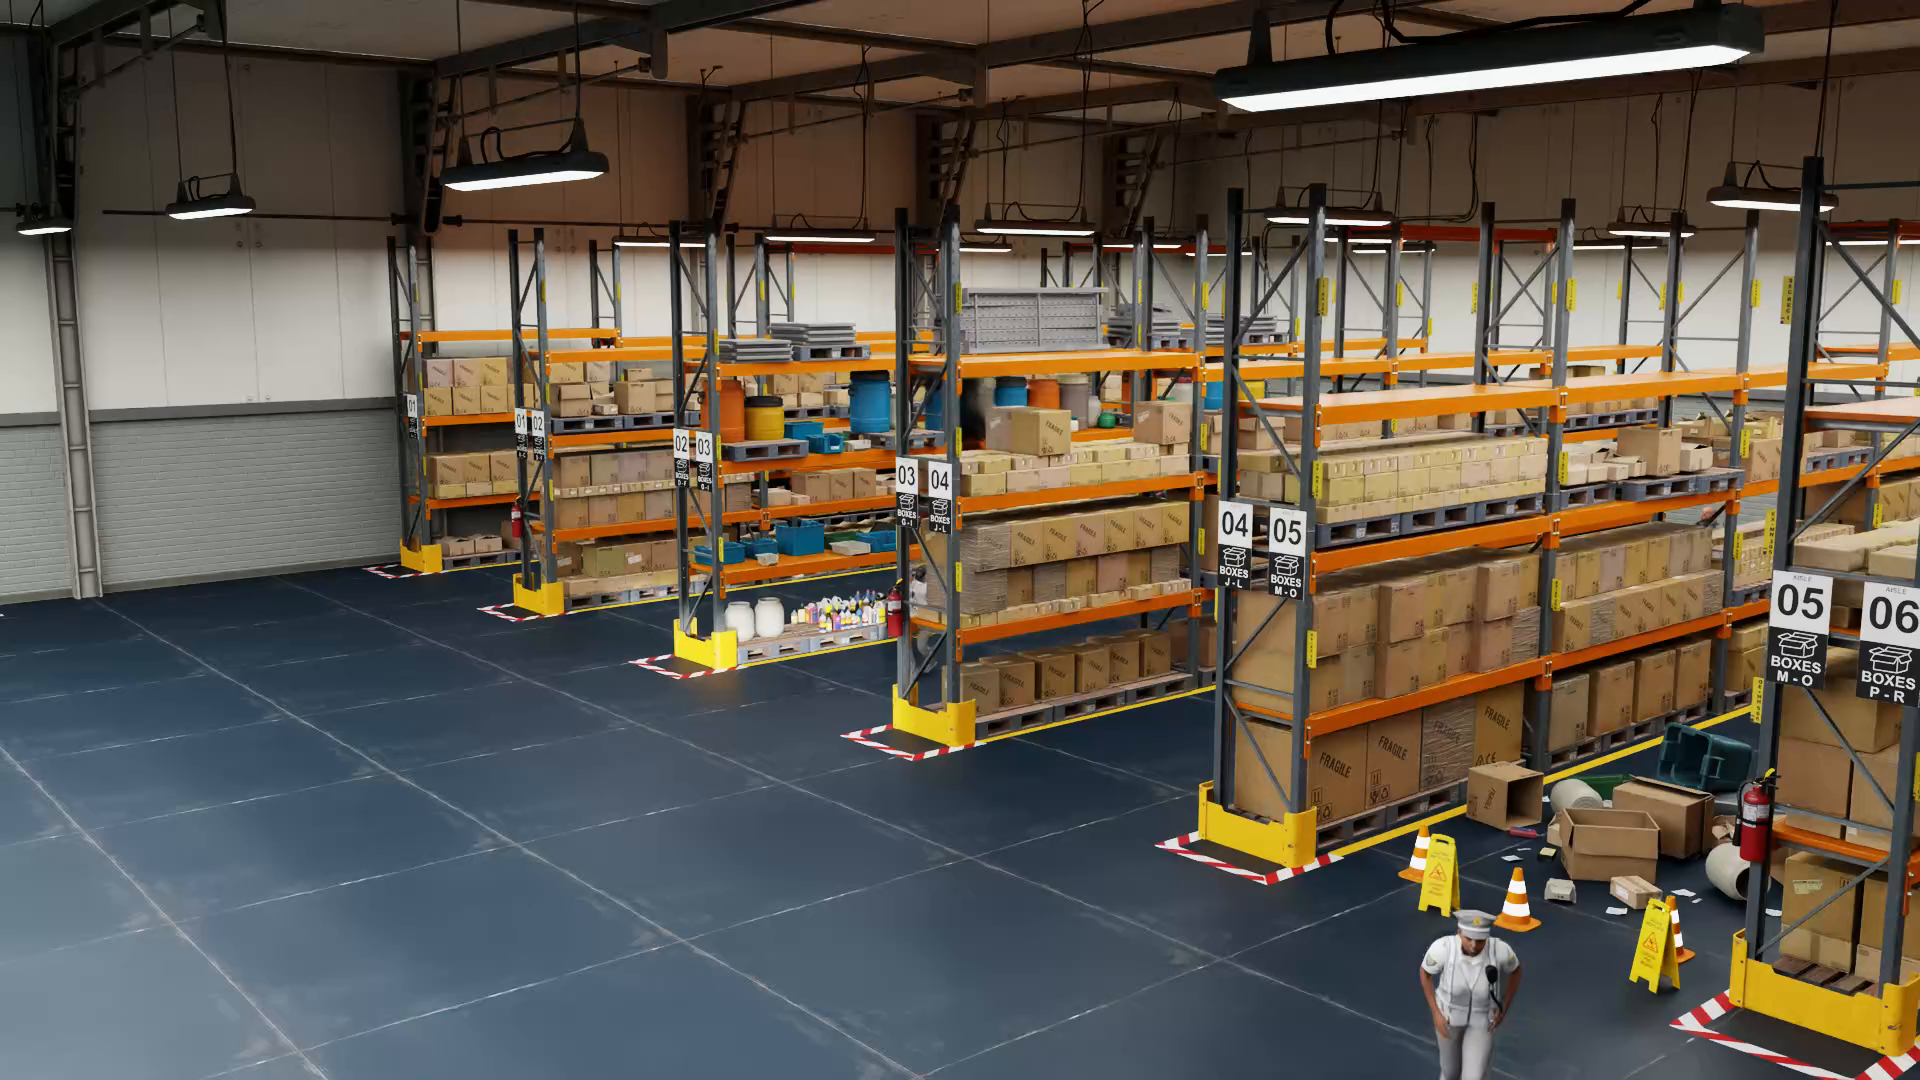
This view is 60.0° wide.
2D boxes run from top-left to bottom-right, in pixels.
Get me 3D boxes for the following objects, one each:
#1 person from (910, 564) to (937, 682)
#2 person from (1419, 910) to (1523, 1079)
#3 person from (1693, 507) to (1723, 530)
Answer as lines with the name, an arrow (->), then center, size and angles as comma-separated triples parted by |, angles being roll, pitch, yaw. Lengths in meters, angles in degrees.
person -> -0.487, 1.066, 21.747 | 0.619, 1.624, 0.807 | 7, 11, 37
person -> 3.048, 2.885, 10.021 | 0.588, 1.627, 0.929 | 1, 9, 9
person -> 11.804, 0.304, 26.372 | 0.585, 1.682, 0.661 | -8, 12, -41
